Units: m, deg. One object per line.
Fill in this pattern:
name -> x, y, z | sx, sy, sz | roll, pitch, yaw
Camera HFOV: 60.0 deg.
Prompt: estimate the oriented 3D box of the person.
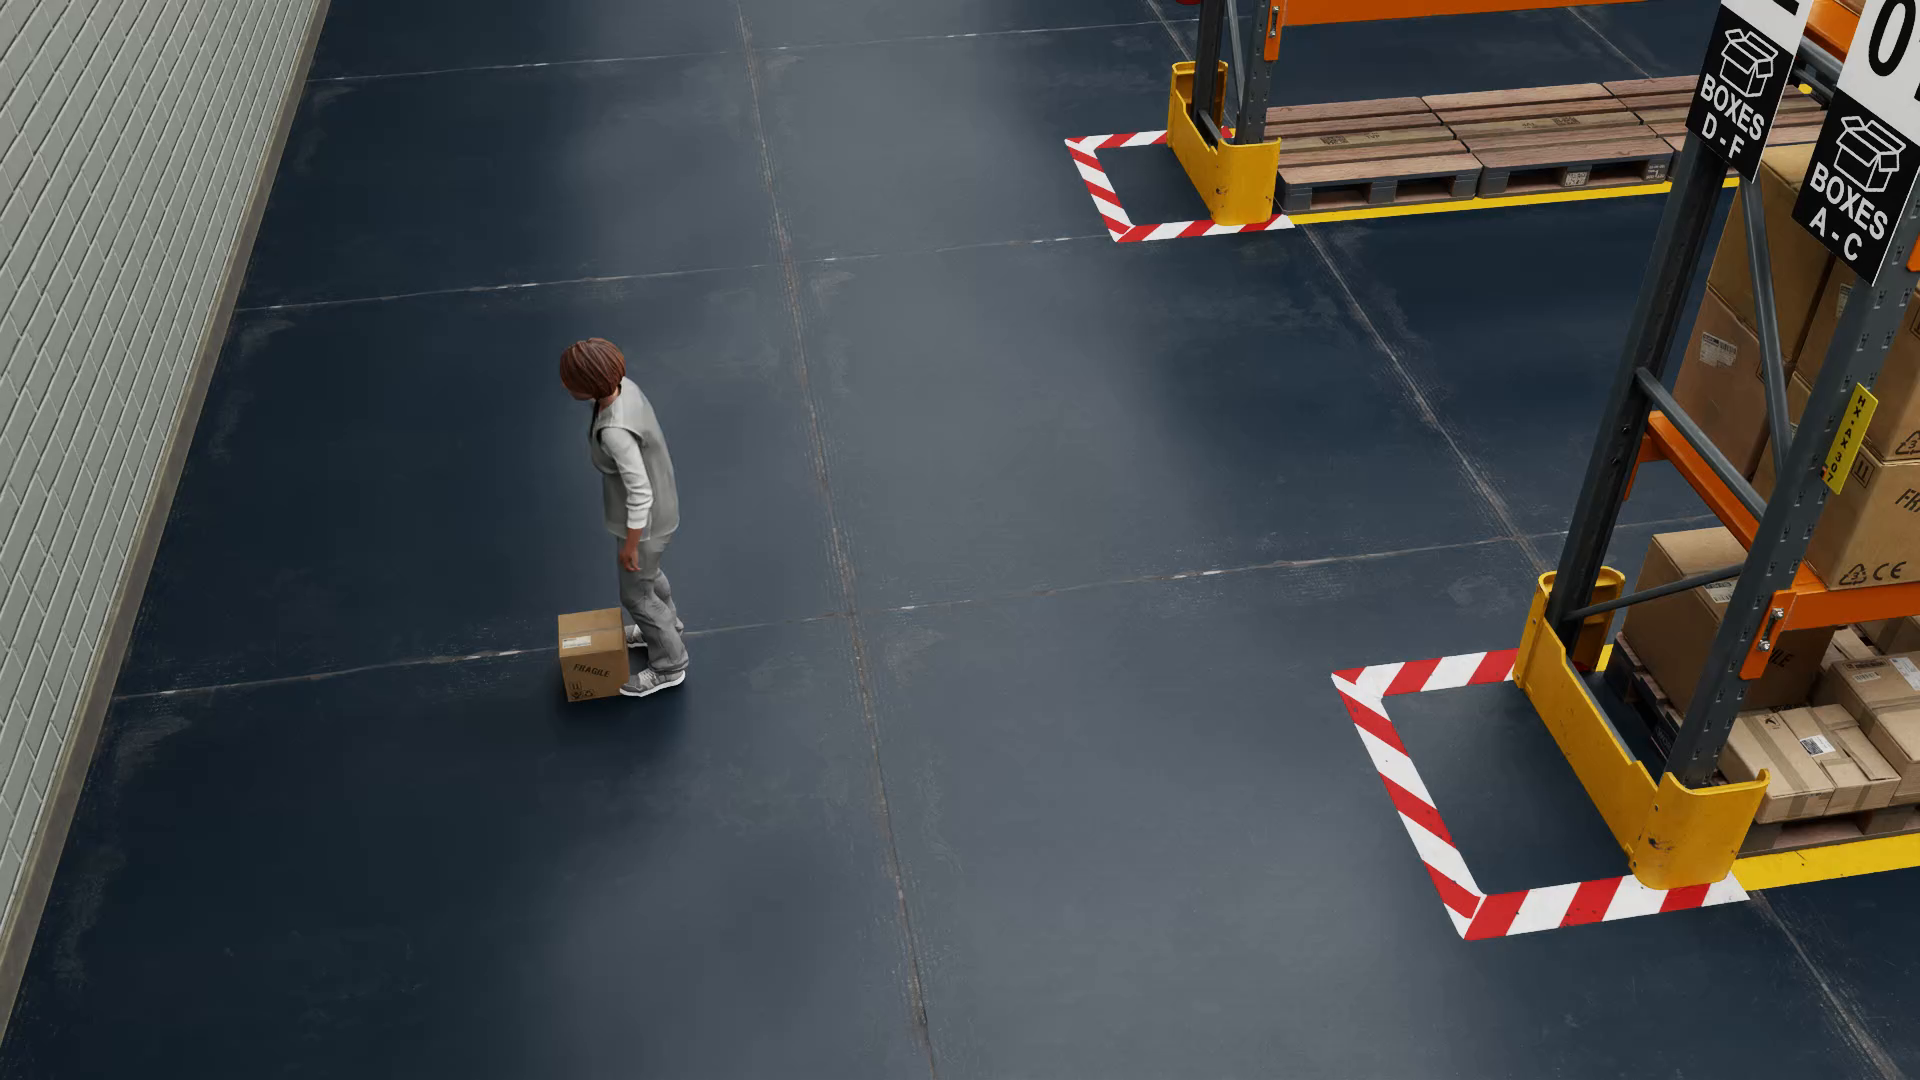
person -> -1.233, -0.091, 6.274 | 0.342, 1.593, 0.485 | -8, 40, -10
